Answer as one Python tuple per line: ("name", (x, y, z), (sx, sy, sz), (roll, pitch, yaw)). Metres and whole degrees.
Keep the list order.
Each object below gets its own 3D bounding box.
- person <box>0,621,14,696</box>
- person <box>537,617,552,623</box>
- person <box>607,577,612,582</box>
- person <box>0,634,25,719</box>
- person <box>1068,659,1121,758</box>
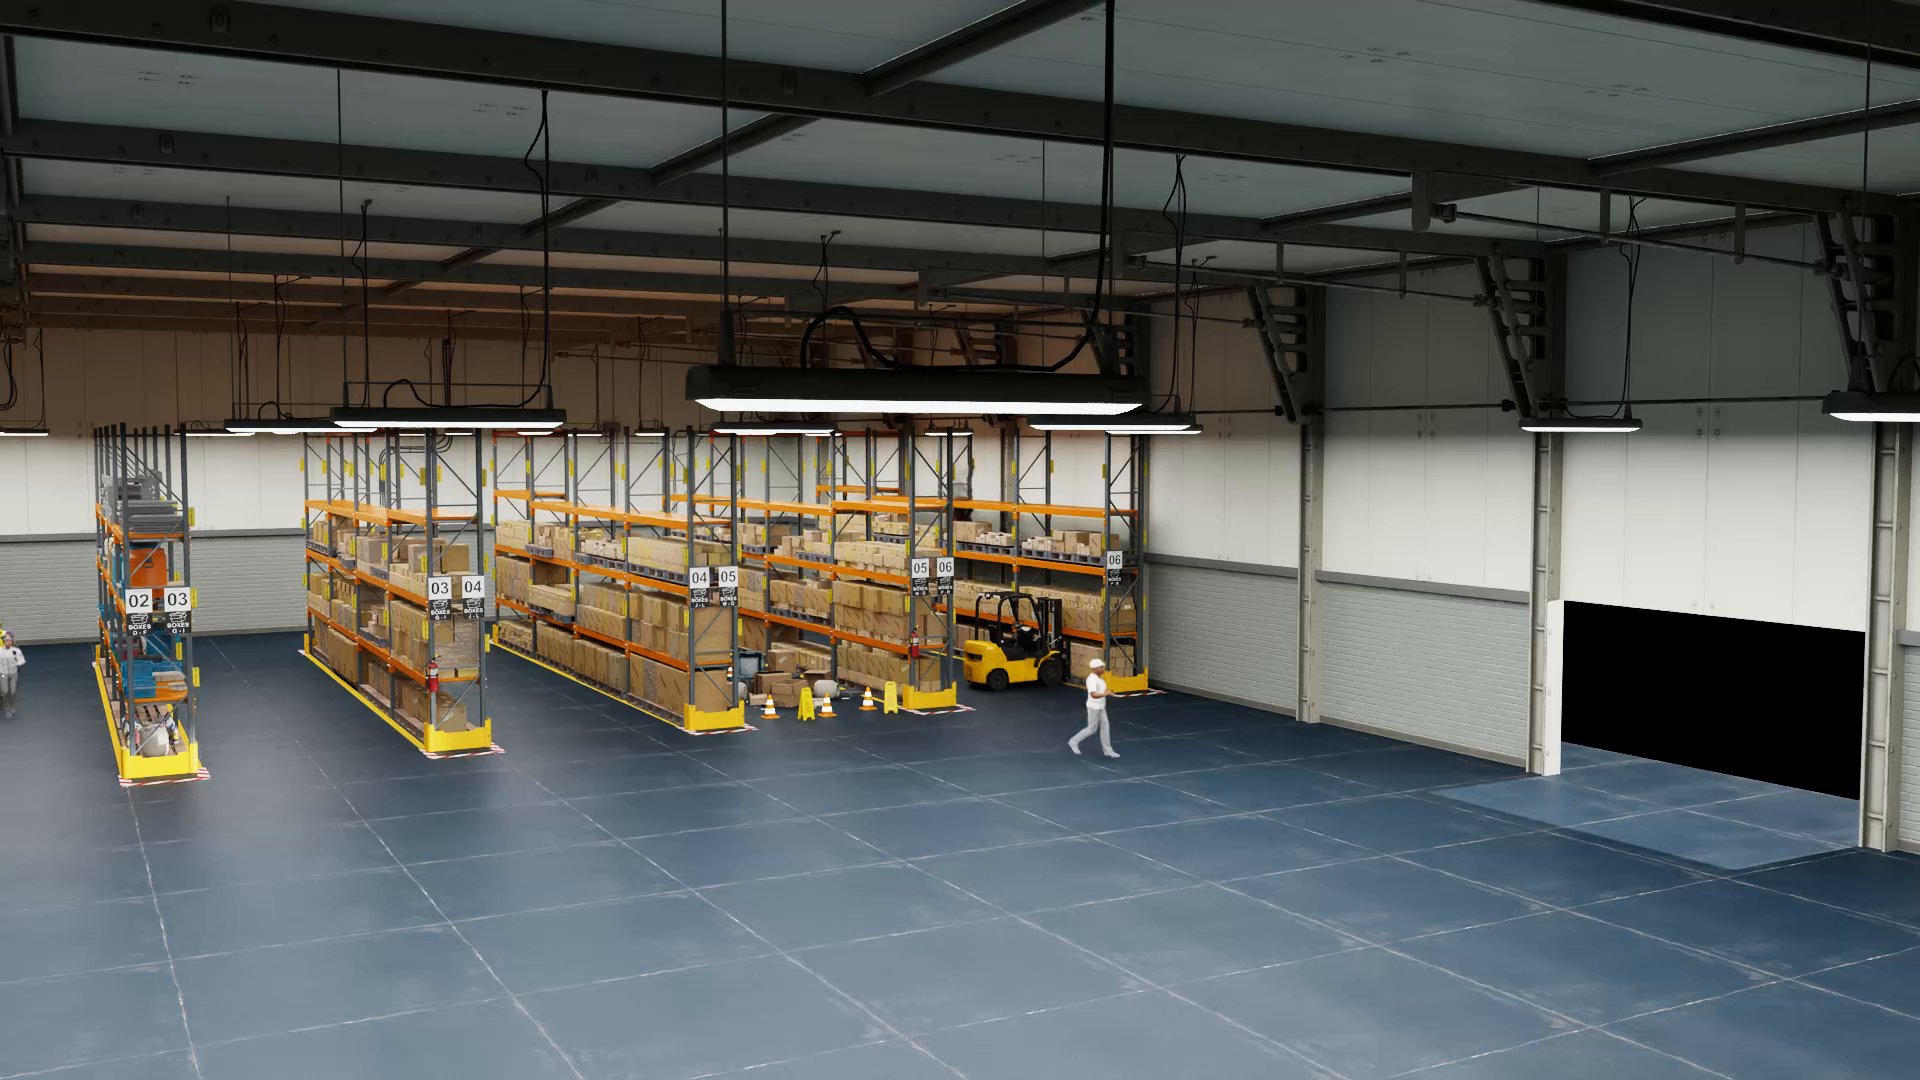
("person", (-21.364, 2.619, 36.960), (0.692, 1.720, 0.591), (-3, 4, -39))
("person", (-12.132, 1.955, 48.574), (0.767, 1.728, 0.580), (-3, 5, -43))
("person", (-10.402, 1.850, 49.815), (0.701, 1.753, 0.684), (-2, 4, -33))
("person", (-19.665, 2.794, 34.378), (0.615, 1.711, 0.796), (-2, 4, -34))
("person", (2.416, 3.008, 29.794), (0.949, 1.756, 0.722), (1, 4, 18))
